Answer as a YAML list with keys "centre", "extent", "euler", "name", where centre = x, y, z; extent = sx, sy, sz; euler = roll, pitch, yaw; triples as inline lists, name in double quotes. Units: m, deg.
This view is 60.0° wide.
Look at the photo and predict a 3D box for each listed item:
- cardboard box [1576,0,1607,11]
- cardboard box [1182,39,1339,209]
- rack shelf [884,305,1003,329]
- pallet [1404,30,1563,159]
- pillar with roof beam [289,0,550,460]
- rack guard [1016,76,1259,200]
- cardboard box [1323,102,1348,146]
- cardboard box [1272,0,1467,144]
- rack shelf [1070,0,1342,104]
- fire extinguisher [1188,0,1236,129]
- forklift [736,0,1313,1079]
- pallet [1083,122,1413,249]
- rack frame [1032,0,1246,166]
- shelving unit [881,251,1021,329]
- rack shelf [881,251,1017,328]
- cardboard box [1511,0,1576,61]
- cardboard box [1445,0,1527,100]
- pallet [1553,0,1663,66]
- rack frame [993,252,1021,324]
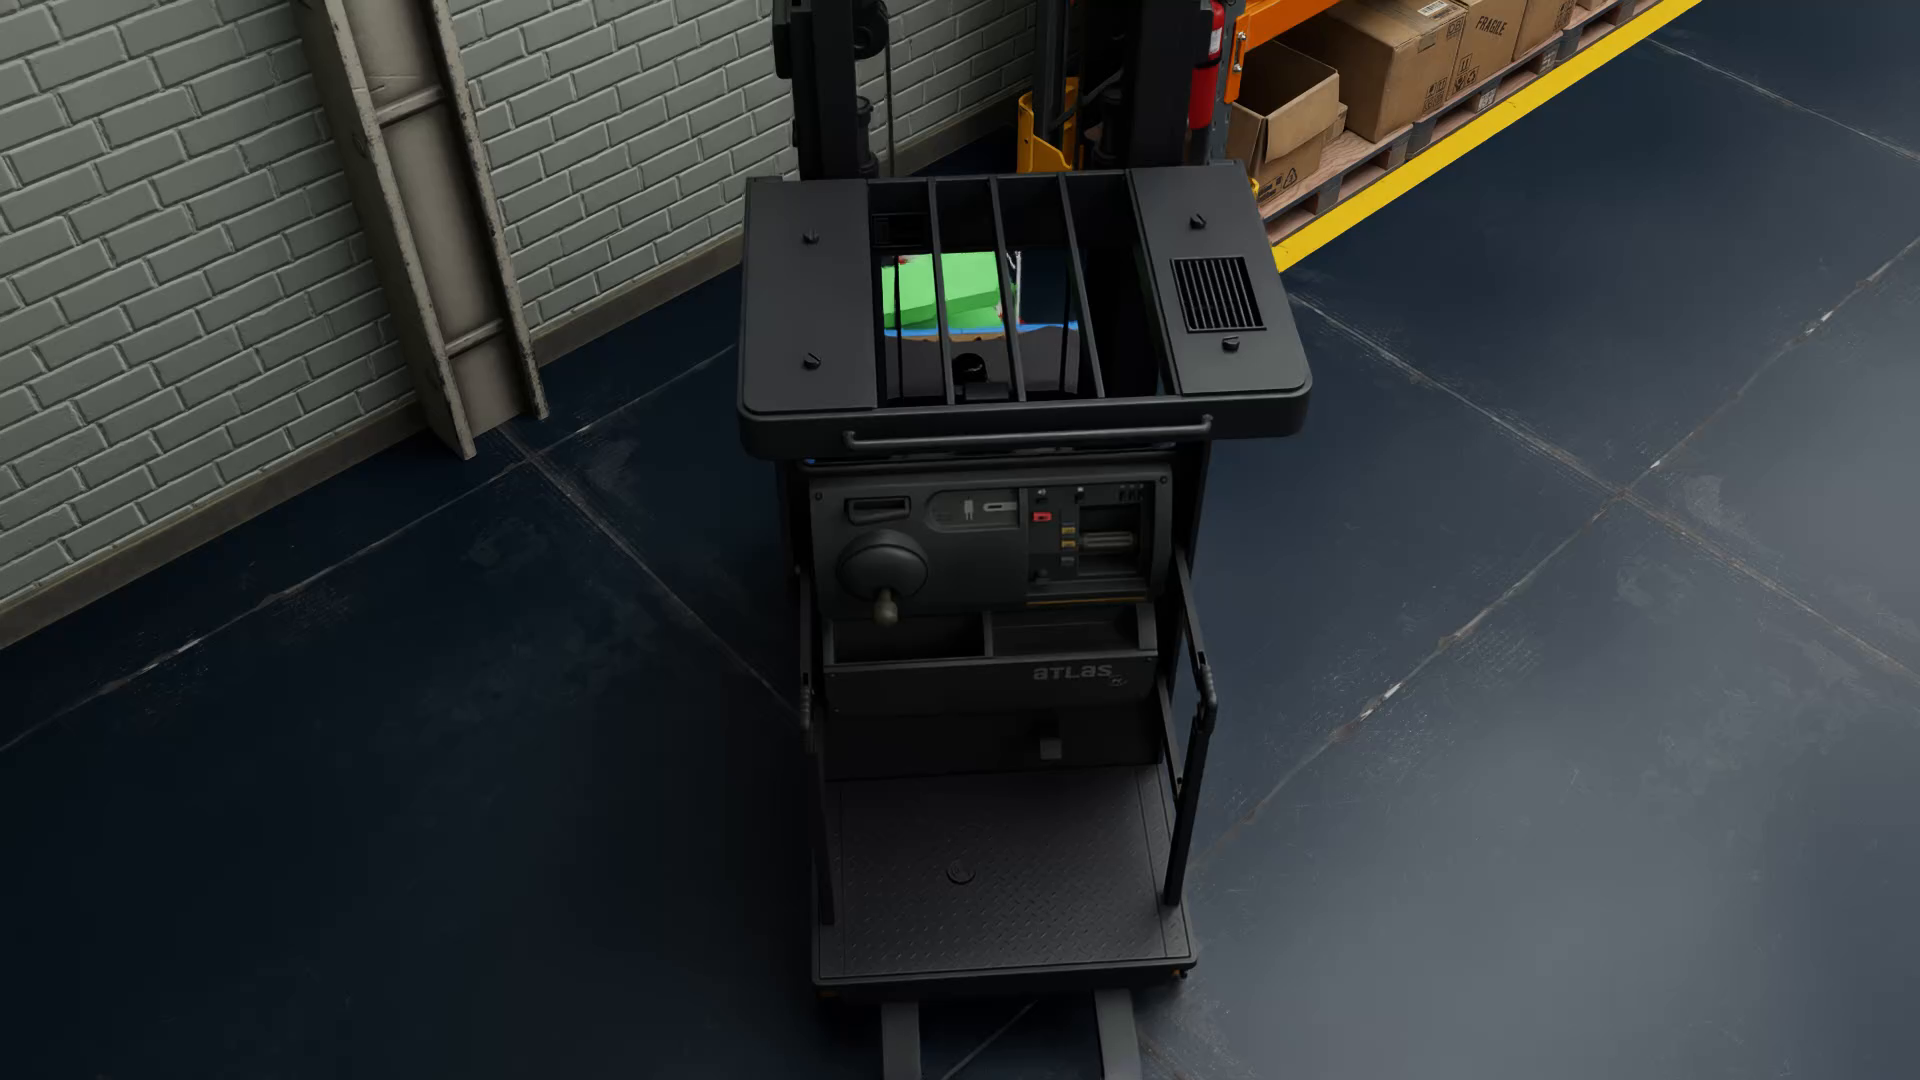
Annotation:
- centre: [3.178, -2.934, 8.491]
  extent: [0.258, 0.266, 0.396]
  euler: [-32, 55, -26]
  name: "cardboard box"
- centre: [1.213, -1.899, 7.374]
  extent: [0.637, 0.503, 0.797]
  euler: [-36, 57, -28]
  name: "cardboard box"
- centre: [-0.075, -0.677, 5.819]
  extent: [0.480, 0.148, 0.258]
  euler: [-14, 49, -12]
  name: "rack shelf"
- centre: [2.245, -2.439, 8.357]
  extent: [1.213, 0.211, 1.003]
  euler: [-34, 56, -27]
  name: "pallet"
- centre: [0.992, -1.203, 1.237]
  extent: [0.400, 9.000, 9.100]
  euler: [-34, 56, -27]
  name: "pillar with roof beam"
- centre: [0.753, -1.543, 7.333]
  extent: [0.348, 0.500, 1.175]
  euler: [-34, 56, -27]
  name: "rack guard"
- centre: [1.554, -1.968, 7.679]
  extent: [0.250, 0.149, 0.380]
  euler: [-36, 57, -28]
  name: "cardboard box"
- centre: [1.872, -2.300, 7.746]
  extent: [0.500, 0.500, 0.700]
  euler: [-32, 55, -26]
  name: "cardboard box"
- centre: [2.177, -3.098, 7.557]
  extent: [4.000, 0.370, 1.077]
  euler: [-34, 56, -27]
  name: "rack shelf"
- centre: [0.899, -1.876, 6.246]
  extent: [0.183, 0.674, 0.296]
  euler: [-34, 56, -27]
  name: "fire extinguisher"
- centre: [0.099, 0.112, 4.152]
  extent: [1.130, 2.935, 3.031]
  euler: [-3, 47, -3]
  name: "forklift"
- centre: [1.342, -1.839, 7.804]
  extent: [1.213, 0.211, 1.003]
  euler: [-34, 56, -27]
  name: "pallet"
- centre: [0.697, -2.353, 6.380]
  extent: [0.127, 3.000, 1.000]
  euler: [-34, 56, -27]
  name: "rack frame"
- centre: [-0.075, -0.558, 5.948]
  extent: [0.503, 1.200, 0.258]
  euler: [-14, 49, -12]
  name: "shelving unit"
- centre: [-0.075, -0.840, 5.643]
  extent: [0.480, 0.148, 0.258]
  euler: [-14, 49, -12]
  name: "rack shelf"
- centre: [2.640, -2.813, 8.220]
  extent: [0.500, 0.500, 0.700]
  euler: [-36, 57, -28]
  name: "cardboard box"
- centre: [2.330, -2.507, 7.937]
  extent: [0.500, 0.500, 0.500]
  euler: [-33, 55, -27]
  name: "cardboard box"
- centre: [3.148, -3.046, 8.917]
  extent: [1.213, 0.211, 1.003]
  euler: [-34, 56, -27]
  name: "pallet"
- centre: [0.156, -0.615, 6.001]
  extent: [0.015, 1.200, 0.240]
  euler: [-14, 49, -12]
  name: "rack frame"
